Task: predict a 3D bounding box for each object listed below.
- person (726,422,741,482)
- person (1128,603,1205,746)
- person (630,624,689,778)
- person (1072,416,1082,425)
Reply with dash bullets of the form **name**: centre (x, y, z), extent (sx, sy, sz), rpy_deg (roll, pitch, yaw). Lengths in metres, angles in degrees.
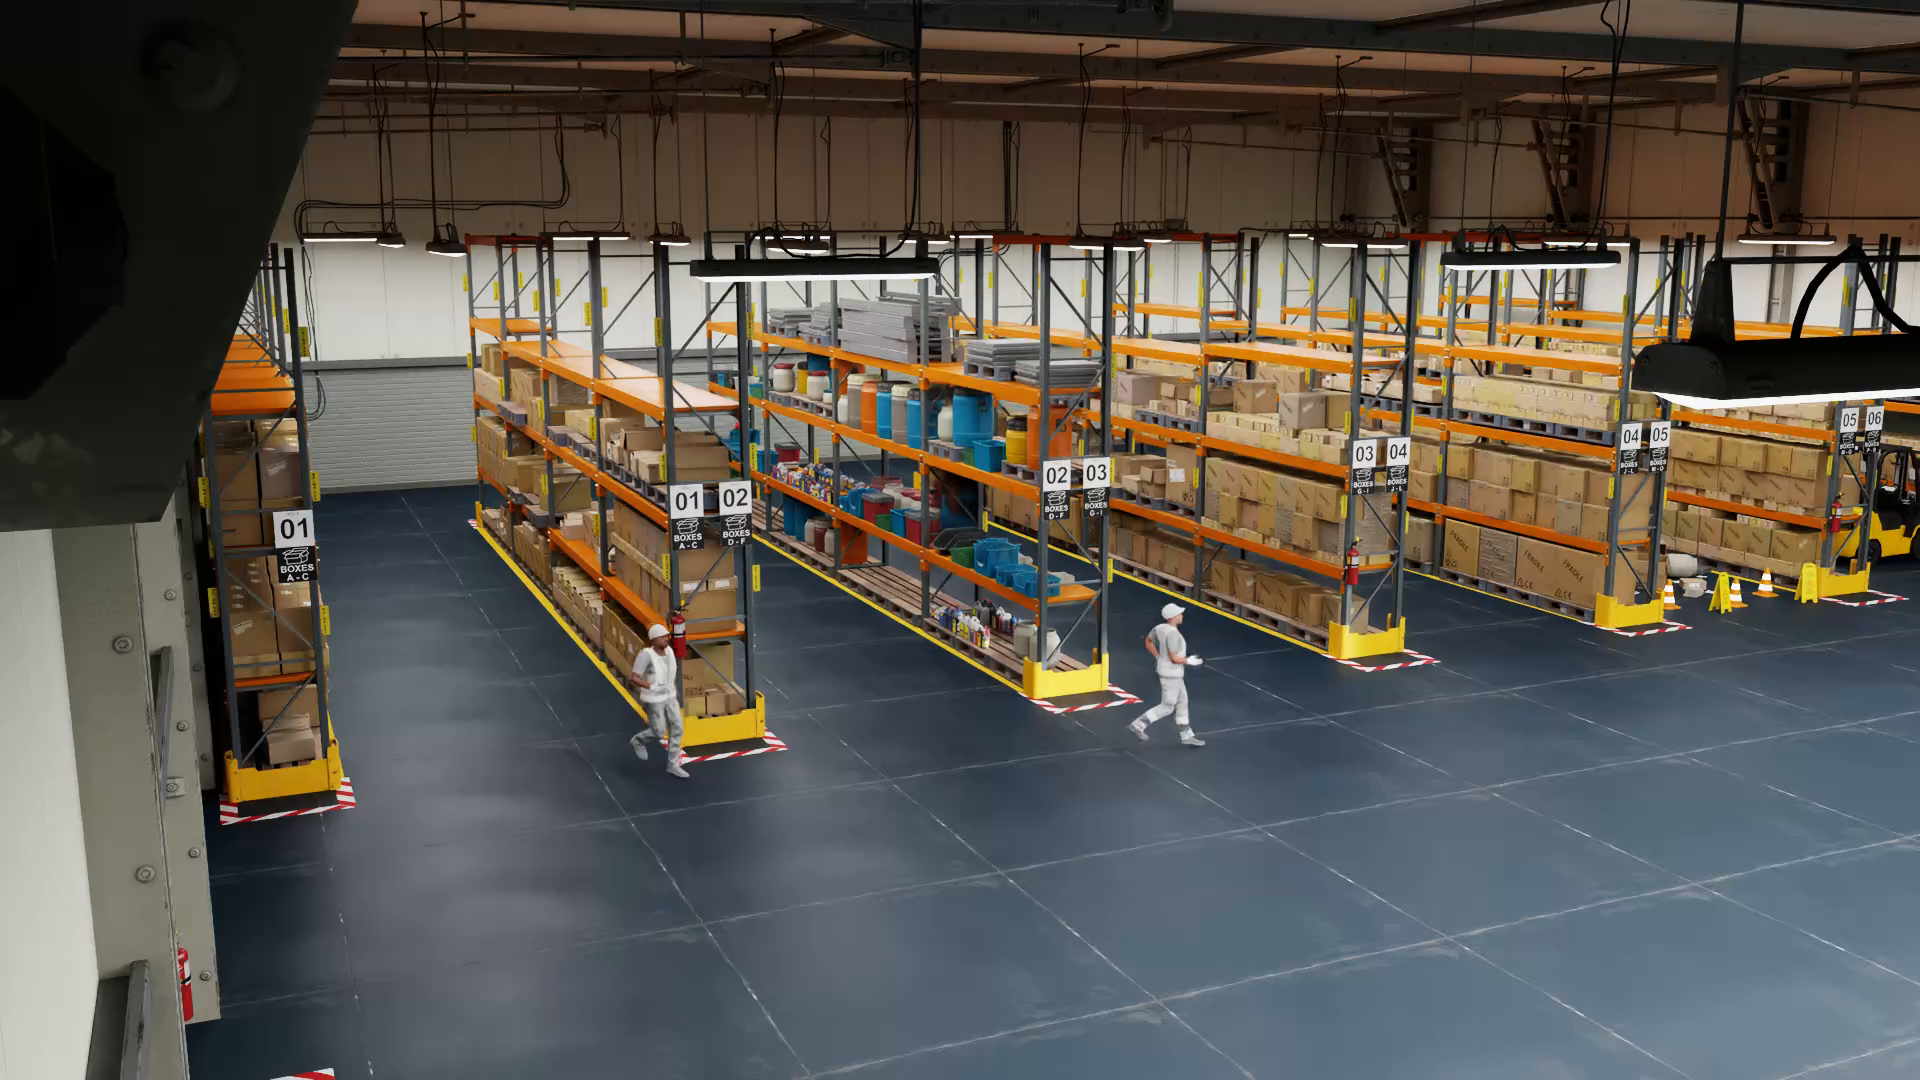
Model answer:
- **person**: centre (-5.024, -1.864, 38.006), extent (0.856, 1.749, 0.673), rpy_deg (-3, 11, -14)
- **person**: centre (2.506, 1.638, 19.986), extent (0.968, 1.789, 0.649), rpy_deg (-1, 11, -4)
- **person**: centre (-3.463, 1.832, 19.126), extent (0.767, 1.776, 0.721), rpy_deg (7, 13, 34)
- **person**: centre (2.739, -2.268, 40.343), extent (0.691, 1.755, 0.575), rpy_deg (1, 11, 7)
